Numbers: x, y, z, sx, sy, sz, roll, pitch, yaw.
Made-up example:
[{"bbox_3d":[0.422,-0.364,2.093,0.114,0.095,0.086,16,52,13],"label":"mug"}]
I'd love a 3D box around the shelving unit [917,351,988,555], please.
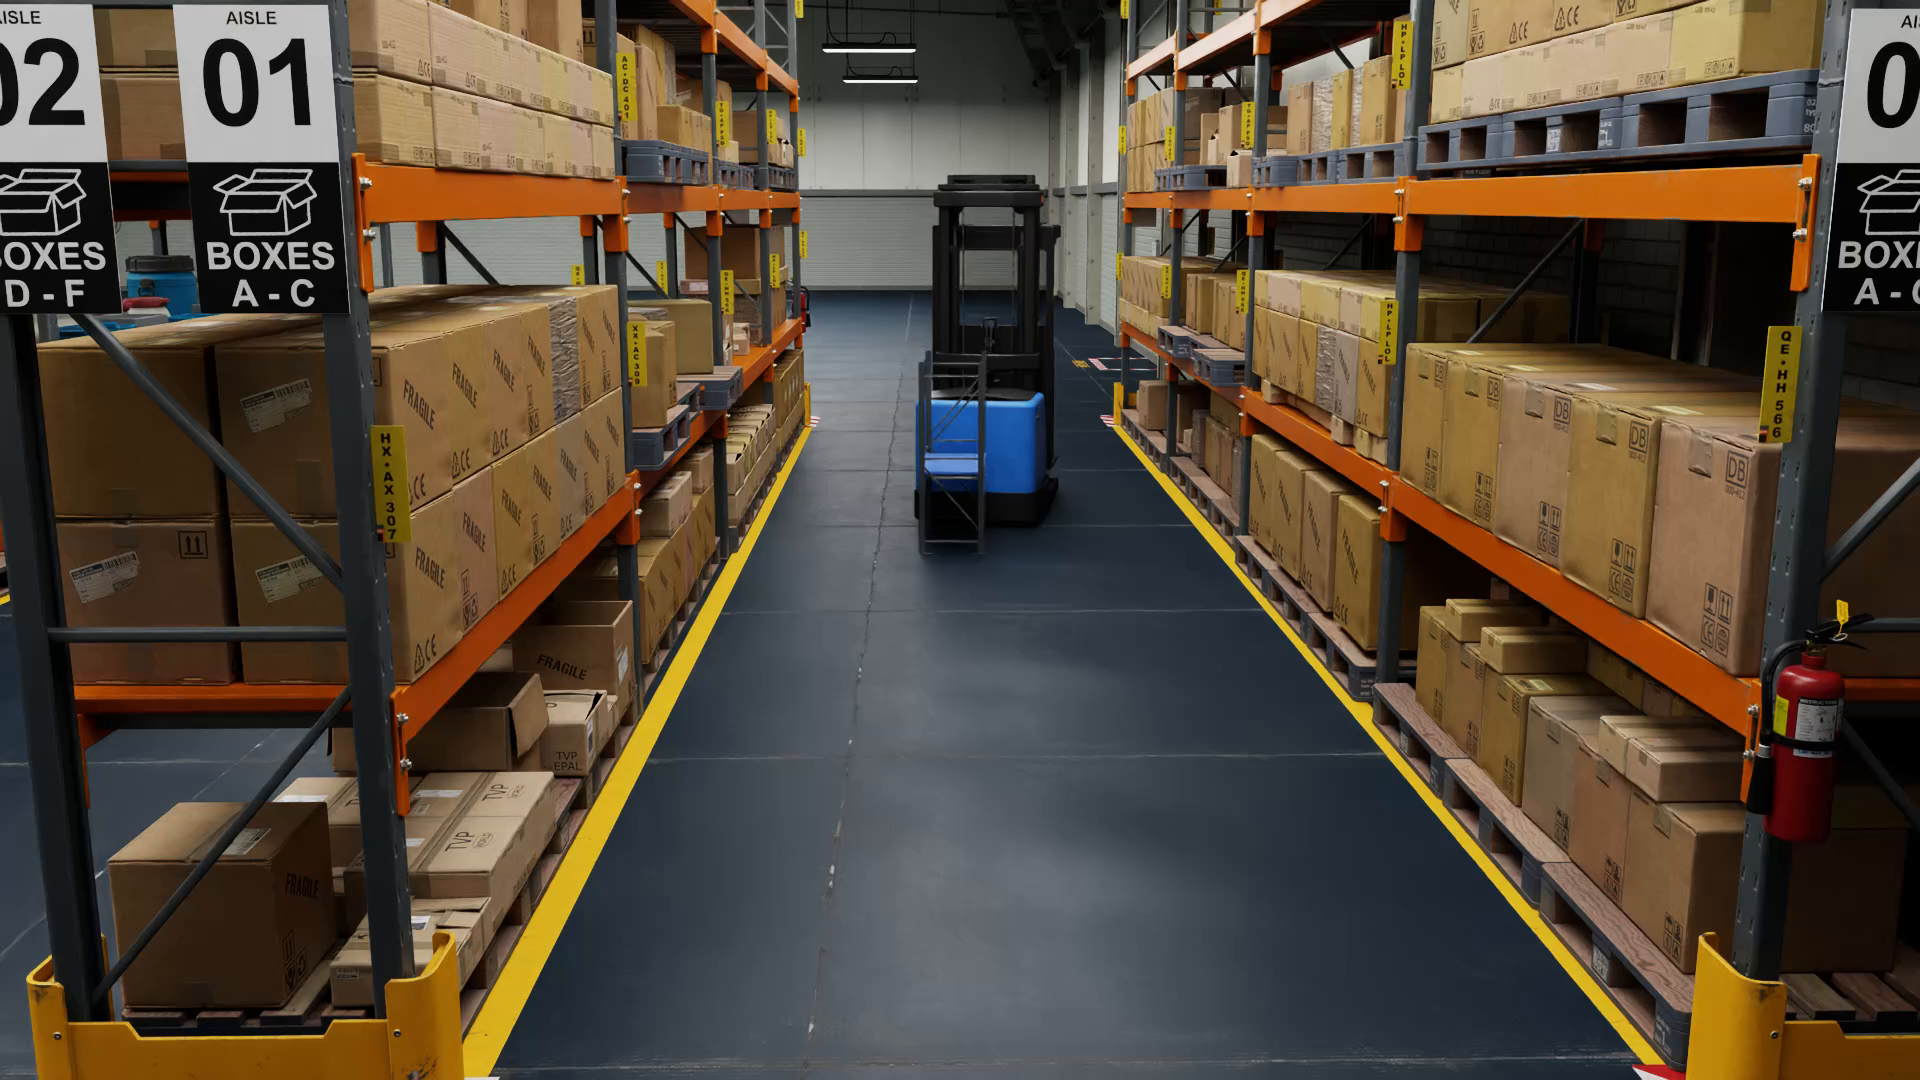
[{"bbox_3d":[-0.049,-0.723,13.350,0.538,1.500,1.048,0,11,2],"label":"shelving unit"}]

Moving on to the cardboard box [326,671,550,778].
[{"bbox_3d":[-2.157,0.859,6.954,0.797,0.503,0.637,0,11,-1],"label":"cardboard box"}]

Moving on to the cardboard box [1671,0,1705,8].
[{"bbox_3d":[2.546,-1.912,5.077,0.500,0.500,0.500,0,11,-1],"label":"cardboard box"}]

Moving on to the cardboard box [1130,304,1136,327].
[{"bbox_3d":[2.225,-2.563,18.973,0.500,0.250,0.500,0,11,-2],"label":"cardboard box"}]

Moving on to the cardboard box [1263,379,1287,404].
[{"bbox_3d":[2.361,-1.056,11.800,0.380,0.149,0.250,0,11,1],"label":"cardboard box"}]

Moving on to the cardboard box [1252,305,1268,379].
[{"bbox_3d":[2.423,-1.446,12.091,0.500,0.500,0.500,0,11,1],"label":"cardboard box"}]

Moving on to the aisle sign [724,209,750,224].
[{"bbox_3d":[-2.757,-4.194,20.148,0.394,0.787,0.004,0,11,-1],"label":"aisle sign"}]

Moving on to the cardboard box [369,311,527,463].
[{"bbox_3d":[-1.888,-0.559,6.004,0.500,0.500,0.500,0,11,0],"label":"cardboard box"}]

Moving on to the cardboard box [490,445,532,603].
[{"bbox_3d":[-1.888,-0.068,6.098,0.500,0.500,0.500,0,11,-1],"label":"cardboard box"}]

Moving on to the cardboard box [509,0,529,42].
[{"bbox_3d":[-2.284,-2.335,7.214,0.700,0.500,0.500,0,11,-1],"label":"cardboard box"}]

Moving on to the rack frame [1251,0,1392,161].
[{"bbox_3d":[2.669,-4.279,12.017,1.000,3.000,0.127,0,11,-1],"label":"rack frame"}]

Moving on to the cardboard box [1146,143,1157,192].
[{"bbox_3d":[2.281,-3.973,17.750,0.500,0.500,0.500,-1,11,-3],"label":"cardboard box"}]

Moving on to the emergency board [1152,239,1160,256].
[{"bbox_3d":[3.246,-4.477,28.085,0.194,1.169,0.643,0,11,-1],"label":"emergency board"}]

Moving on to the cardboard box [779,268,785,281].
[{"bbox_3d":[-2.239,-3.097,19.396,0.380,0.149,0.250,0,11,-2],"label":"cardboard box"}]

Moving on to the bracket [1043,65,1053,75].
[{"bbox_3d":[2.470,-12.865,45.286,0.076,0.066,4.783,0,11,-1],"label":"bracket"}]

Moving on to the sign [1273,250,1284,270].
[{"bbox_3d":[3.141,-2.704,16.432,0.100,0.325,0.005,0,11,-1],"label":"sign"}]

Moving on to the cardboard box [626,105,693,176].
[{"bbox_3d":[-2.220,-2.545,10.765,0.910,0.500,0.500,0,11,-1],"label":"cardboard box"}]

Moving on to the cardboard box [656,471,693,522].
[{"bbox_3d":[-1.999,-0.276,10.671,0.500,0.250,0.500,0,11,-2],"label":"cardboard box"}]

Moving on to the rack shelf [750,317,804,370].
[{"bbox_3d":[-2.408,-2.158,18.460,1.077,0.370,4.000,0,11,-1],"label":"rack shelf"}]

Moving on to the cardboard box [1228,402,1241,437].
[{"bbox_3d":[2.637,-1.055,14.512,0.500,0.250,0.500,0,11,-1],"label":"cardboard box"}]

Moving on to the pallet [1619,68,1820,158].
[{"bbox_3d":[2.808,-1.322,5.212,1.003,0.211,1.213,0,11,-1],"label":"pallet"}]

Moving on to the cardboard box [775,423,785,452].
[{"bbox_3d":[-2.073,-1.064,17.121,0.500,0.250,0.500,0,11,-1],"label":"cardboard box"}]

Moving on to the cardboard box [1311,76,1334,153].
[{"bbox_3d":[2.800,-2.872,11.270,0.700,0.500,0.500,-1,12,-4],"label":"cardboard box"}]

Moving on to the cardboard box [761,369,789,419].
[{"bbox_3d":[-2.081,-1.531,17.536,0.500,0.500,0.500,0,11,-1],"label":"cardboard box"}]

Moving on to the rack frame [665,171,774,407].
[{"bbox_3d":[-2.367,-2.113,16.429,1.000,3.000,0.127,0,11,-1],"label":"rack frame"}]

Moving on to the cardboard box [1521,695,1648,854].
[{"bbox_3d":[2.698,0.933,6.649,0.700,0.500,0.500,-1,11,-3],"label":"cardboard box"}]

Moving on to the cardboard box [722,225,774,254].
[{"bbox_3d":[-2.413,-3.185,18.200,0.700,0.500,0.500,0,11,-1],"label":"cardboard box"}]

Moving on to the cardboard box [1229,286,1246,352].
[{"bbox_3d":[2.610,-1.808,13.567,0.700,0.500,0.500,-1,12,-7],"label":"cardboard box"}]

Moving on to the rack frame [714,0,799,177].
[{"bbox_3d":[-2.449,-5.848,19.752,1.000,3.000,0.127,0,11,-1],"label":"rack frame"}]

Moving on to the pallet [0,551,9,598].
[{"bbox_3d":[-7.178,0.225,11.918,1.003,0.211,1.213,0,11,-1],"label":"pallet"}]

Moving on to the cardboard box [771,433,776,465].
[{"bbox_3d":[-2.068,-0.890,16.260,0.500,0.250,0.500,0,11,-2],"label":"cardboard box"}]

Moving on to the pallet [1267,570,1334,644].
[{"bbox_3d":[2.632,0.427,10.924,1.003,0.211,1.213,0,11,-1],"label":"pallet"}]

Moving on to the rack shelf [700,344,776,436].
[{"bbox_3d":[-2.325,-1.363,14.541,1.077,0.370,4.000,0,11,-1],"label":"rack shelf"}]

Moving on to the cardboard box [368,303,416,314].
[{"bbox_3d":[-2.440,-0.659,6.498,0.500,0.500,0.500,0,11,1],"label":"cardboard box"}]

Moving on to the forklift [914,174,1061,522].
[{"bbox_3d":[0.332,-1.831,15.211,1.130,2.935,3.031,2,12,8],"label":"forklift"}]

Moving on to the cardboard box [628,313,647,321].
[{"bbox_3d":[-2.299,-1.128,10.268,0.700,0.500,0.500,-3,12,-16],"label":"cardboard box"}]

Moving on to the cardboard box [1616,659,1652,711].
[{"bbox_3d":[2.894,0.586,6.725,0.380,0.149,0.250,0,11,-1],"label":"cardboard box"}]

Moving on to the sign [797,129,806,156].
[{"bbox_3d":[-1.906,-4.773,19.967,0.100,0.325,0.005,0,11,-1],"label":"sign"}]

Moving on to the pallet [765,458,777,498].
[{"bbox_3d":[-2.312,-0.600,15.985,1.003,0.211,1.213,0,11,-1],"label":"pallet"}]

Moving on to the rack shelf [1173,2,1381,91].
[{"bbox_3d":[2.627,-4.128,14.088,1.077,0.370,4.000,0,11,-1],"label":"rack shelf"}]

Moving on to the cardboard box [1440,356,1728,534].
[{"bbox_3d":[2.756,-0.438,7.417,0.980,0.700,0.700,-1,11,-3],"label":"cardboard box"}]

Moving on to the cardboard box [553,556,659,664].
[{"bbox_3d":[-1.968,0.390,9.274,0.500,0.500,0.500,-1,11,-4],"label":"cardboard box"}]

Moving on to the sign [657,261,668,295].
[{"bbox_3d":[-2.921,-2.573,16.322,0.100,0.325,0.005,0,11,-1],"label":"sign"}]

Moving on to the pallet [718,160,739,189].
[{"bbox_3d":[-2.387,-2.830,12.893,1.213,0.211,1.003,0,11,1],"label":"pallet"}]

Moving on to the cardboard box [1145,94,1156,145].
[{"bbox_3d":[2.261,-4.464,17.657,0.500,0.500,0.500,-1,11,-3],"label":"cardboard box"}]

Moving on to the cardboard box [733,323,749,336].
[{"bbox_3d":[-2.313,-1.942,15.962,0.500,0.250,0.500,0,11,2],"label":"cardboard box"}]

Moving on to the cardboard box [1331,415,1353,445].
[{"bbox_3d":[2.408,-0.650,9.802,0.380,0.149,0.250,0,11,-1],"label":"cardboard box"}]

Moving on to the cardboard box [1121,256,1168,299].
[{"bbox_3d":[2.213,-3.137,19.917,0.500,0.500,0.500,0,11,-1],"label":"cardboard box"}]

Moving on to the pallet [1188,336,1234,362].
[{"bbox_3d":[2.587,-1.638,14.571,1.003,0.211,1.213,0,11,-1],"label":"pallet"}]

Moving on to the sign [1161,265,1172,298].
[{"bbox_3d":[2.044,-2.554,16.428,0.100,0.325,0.005,0,11,-1],"label":"sign"}]

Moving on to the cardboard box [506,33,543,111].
[{"bbox_3d":[-1.895,-1.770,6.316,0.500,0.250,0.500,0,11,-1],"label":"cardboard box"}]

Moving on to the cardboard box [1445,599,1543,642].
[{"bbox_3d":[2.489,0.376,7.762,0.380,0.149,0.250,0,11,1],"label":"cardboard box"}]

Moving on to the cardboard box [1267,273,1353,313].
[{"bbox_3d":[2.432,-1.713,11.521,0.500,0.250,0.500,0,11,-2],"label":"cardboard box"}]

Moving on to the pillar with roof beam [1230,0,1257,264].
[{"bbox_3d":[-0.921,-5.716,19.100,9.100,9.000,0.400,0,11,-1],"label":"pillar with roof beam"}]

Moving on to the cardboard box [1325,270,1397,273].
[{"bbox_3d":[2.937,-1.822,12.058,0.500,0.250,0.500,0,11,0],"label":"cardboard box"}]

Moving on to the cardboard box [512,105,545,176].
[{"bbox_3d":[-1.901,-1.525,6.366,0.500,0.250,0.500,0,11,-1],"label":"cardboard box"}]

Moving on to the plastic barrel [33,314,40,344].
[{"bbox_3d":[-7.471,-1.556,13.405,0.421,0.512,0.421,0,11,0],"label":"plastic barrel"}]

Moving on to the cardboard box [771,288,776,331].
[{"bbox_3d":[-2.418,-2.556,18.364,0.700,0.500,0.500,0,11,1],"label":"cardboard box"}]
